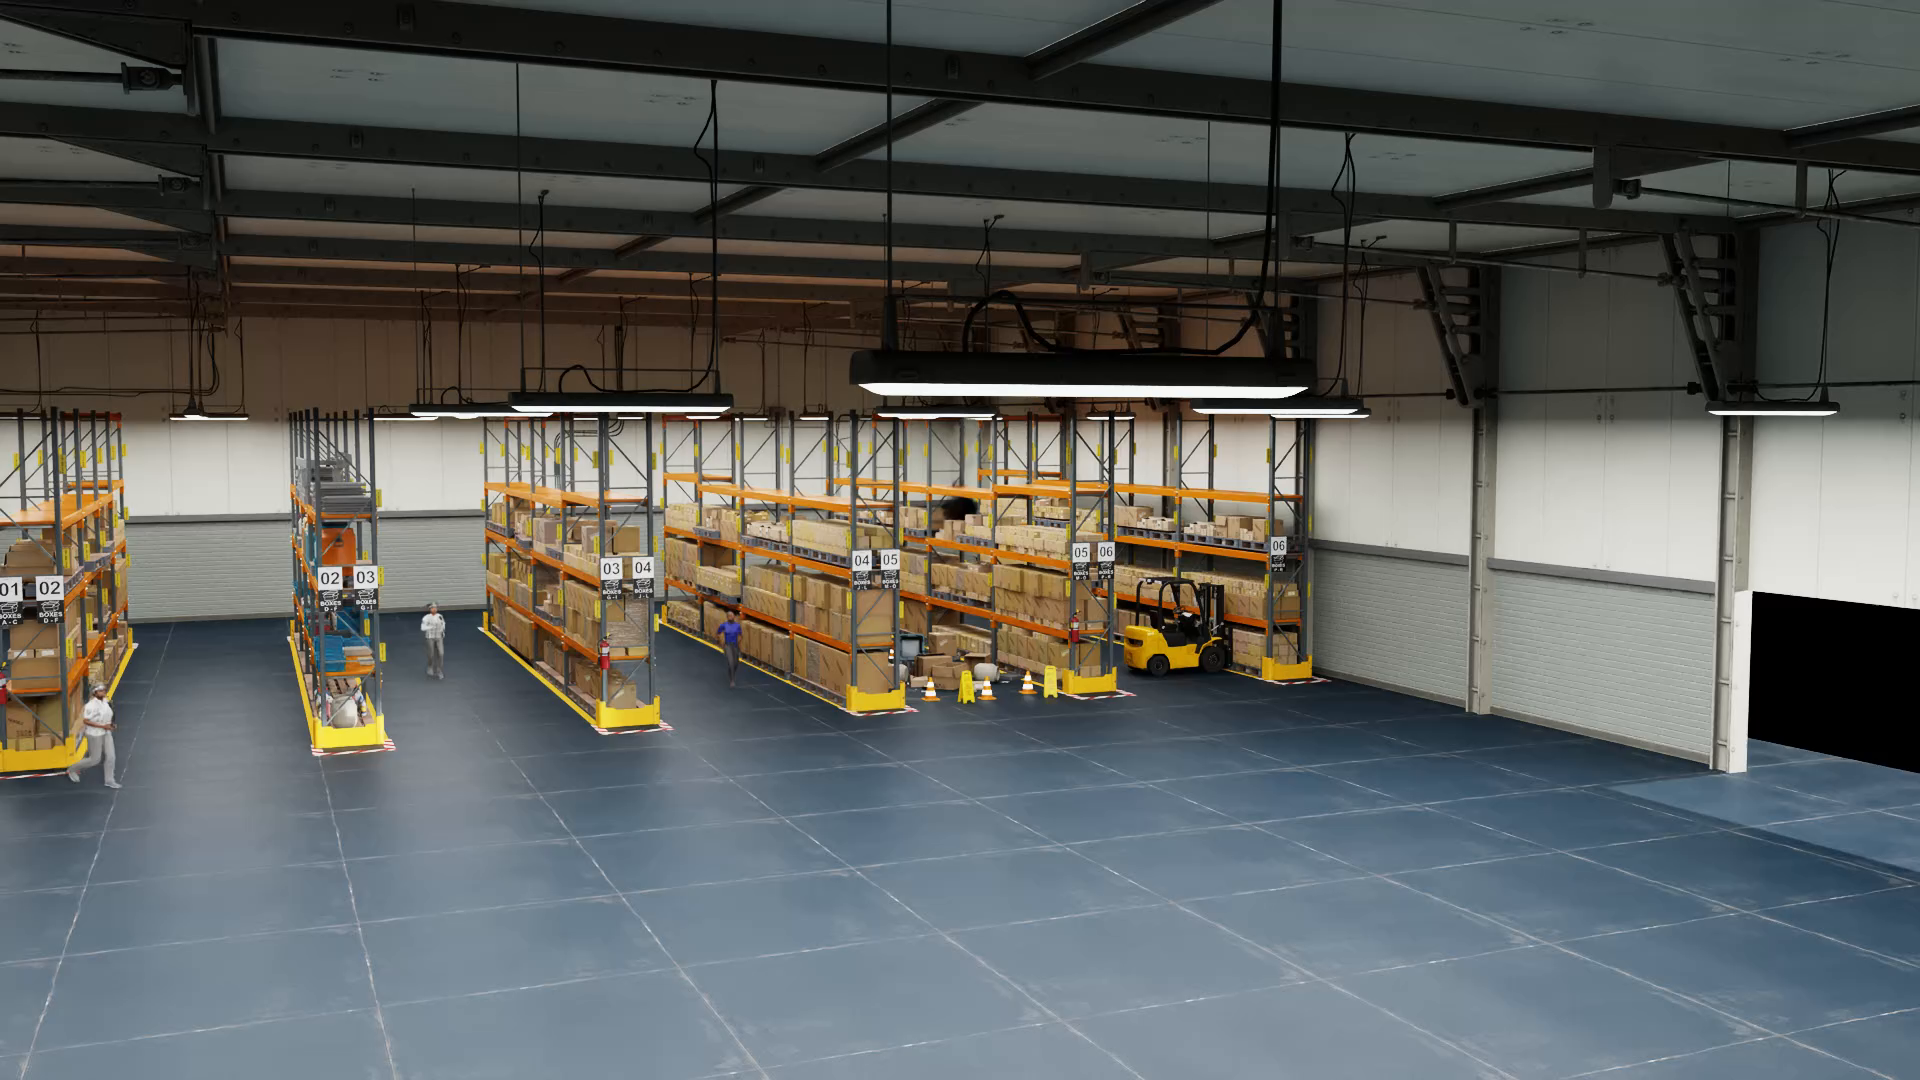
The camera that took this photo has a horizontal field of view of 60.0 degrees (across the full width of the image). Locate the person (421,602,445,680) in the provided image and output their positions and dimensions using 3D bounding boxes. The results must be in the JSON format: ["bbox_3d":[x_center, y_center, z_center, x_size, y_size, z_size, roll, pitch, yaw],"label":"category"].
[{"bbox_3d":[-11.824,2.249,37.397,0.596,1.740,0.720,-3,5,-32],"label":"person"}]

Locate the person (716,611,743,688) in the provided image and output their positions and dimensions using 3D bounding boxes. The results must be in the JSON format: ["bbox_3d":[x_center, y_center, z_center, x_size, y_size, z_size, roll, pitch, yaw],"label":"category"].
[{"bbox_3d":[-5.016,2.369,36.271,0.585,1.651,0.727,-2,4,-23],"label":"person"}]

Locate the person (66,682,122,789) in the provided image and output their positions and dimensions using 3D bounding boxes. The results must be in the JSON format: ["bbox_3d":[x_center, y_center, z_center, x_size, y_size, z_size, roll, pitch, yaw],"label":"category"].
[{"bbox_3d":[-13.581,3.061,26.151,0.840,1.703,0.588,1,4,11],"label":"person"}]
